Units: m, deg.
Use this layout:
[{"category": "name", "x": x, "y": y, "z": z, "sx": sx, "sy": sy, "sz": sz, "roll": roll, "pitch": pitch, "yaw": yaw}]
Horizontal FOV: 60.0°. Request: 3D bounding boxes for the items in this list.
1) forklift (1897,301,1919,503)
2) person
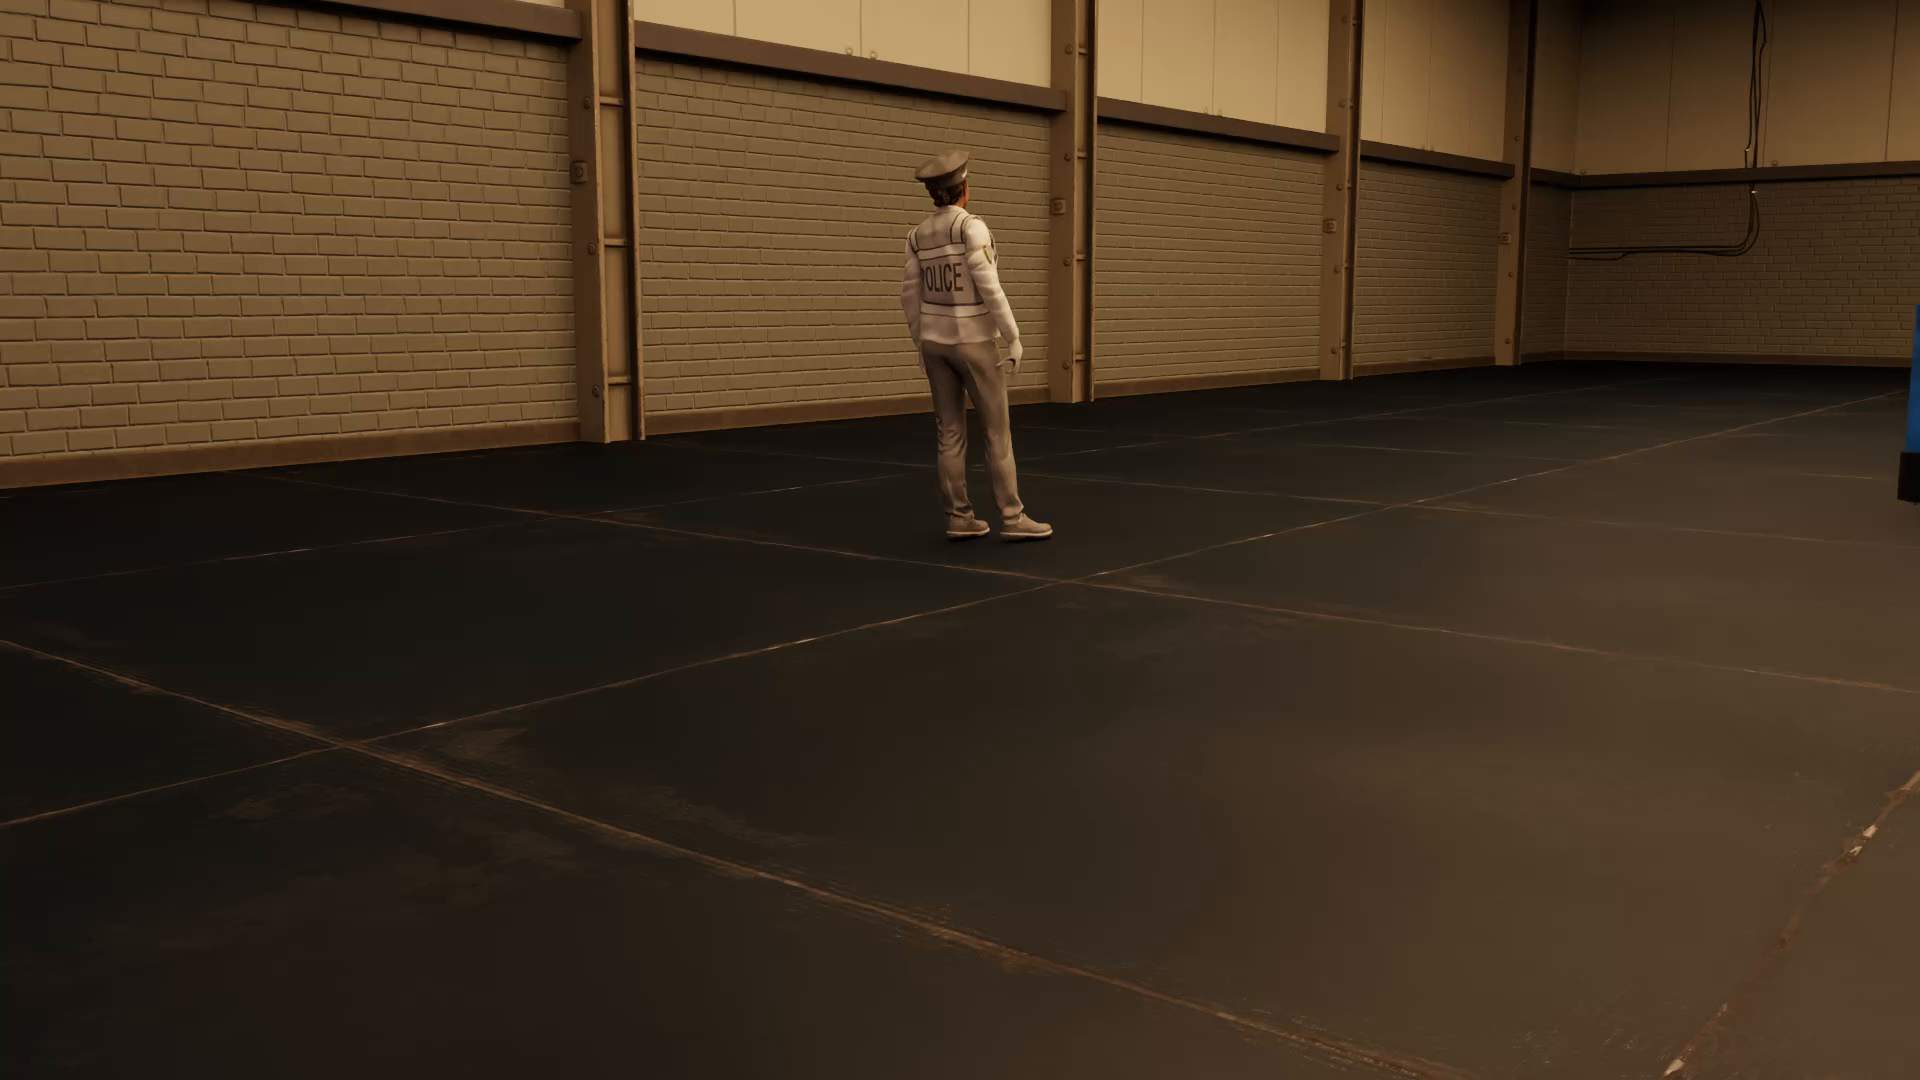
[{"category": "forklift", "x": 6.224, "y": -1.538, "z": 7.795, "sx": 3.031, "sy": 2.935, "sz": 1.130, "roll": -1, "pitch": 8, "yaw": -6}, {"category": "person", "x": 0.049, "y": -0.853, "z": 7.330, "sx": 0.586, "sy": 1.694, "sz": 0.530, "roll": 7, "pitch": 11, "yaw": 38}]
